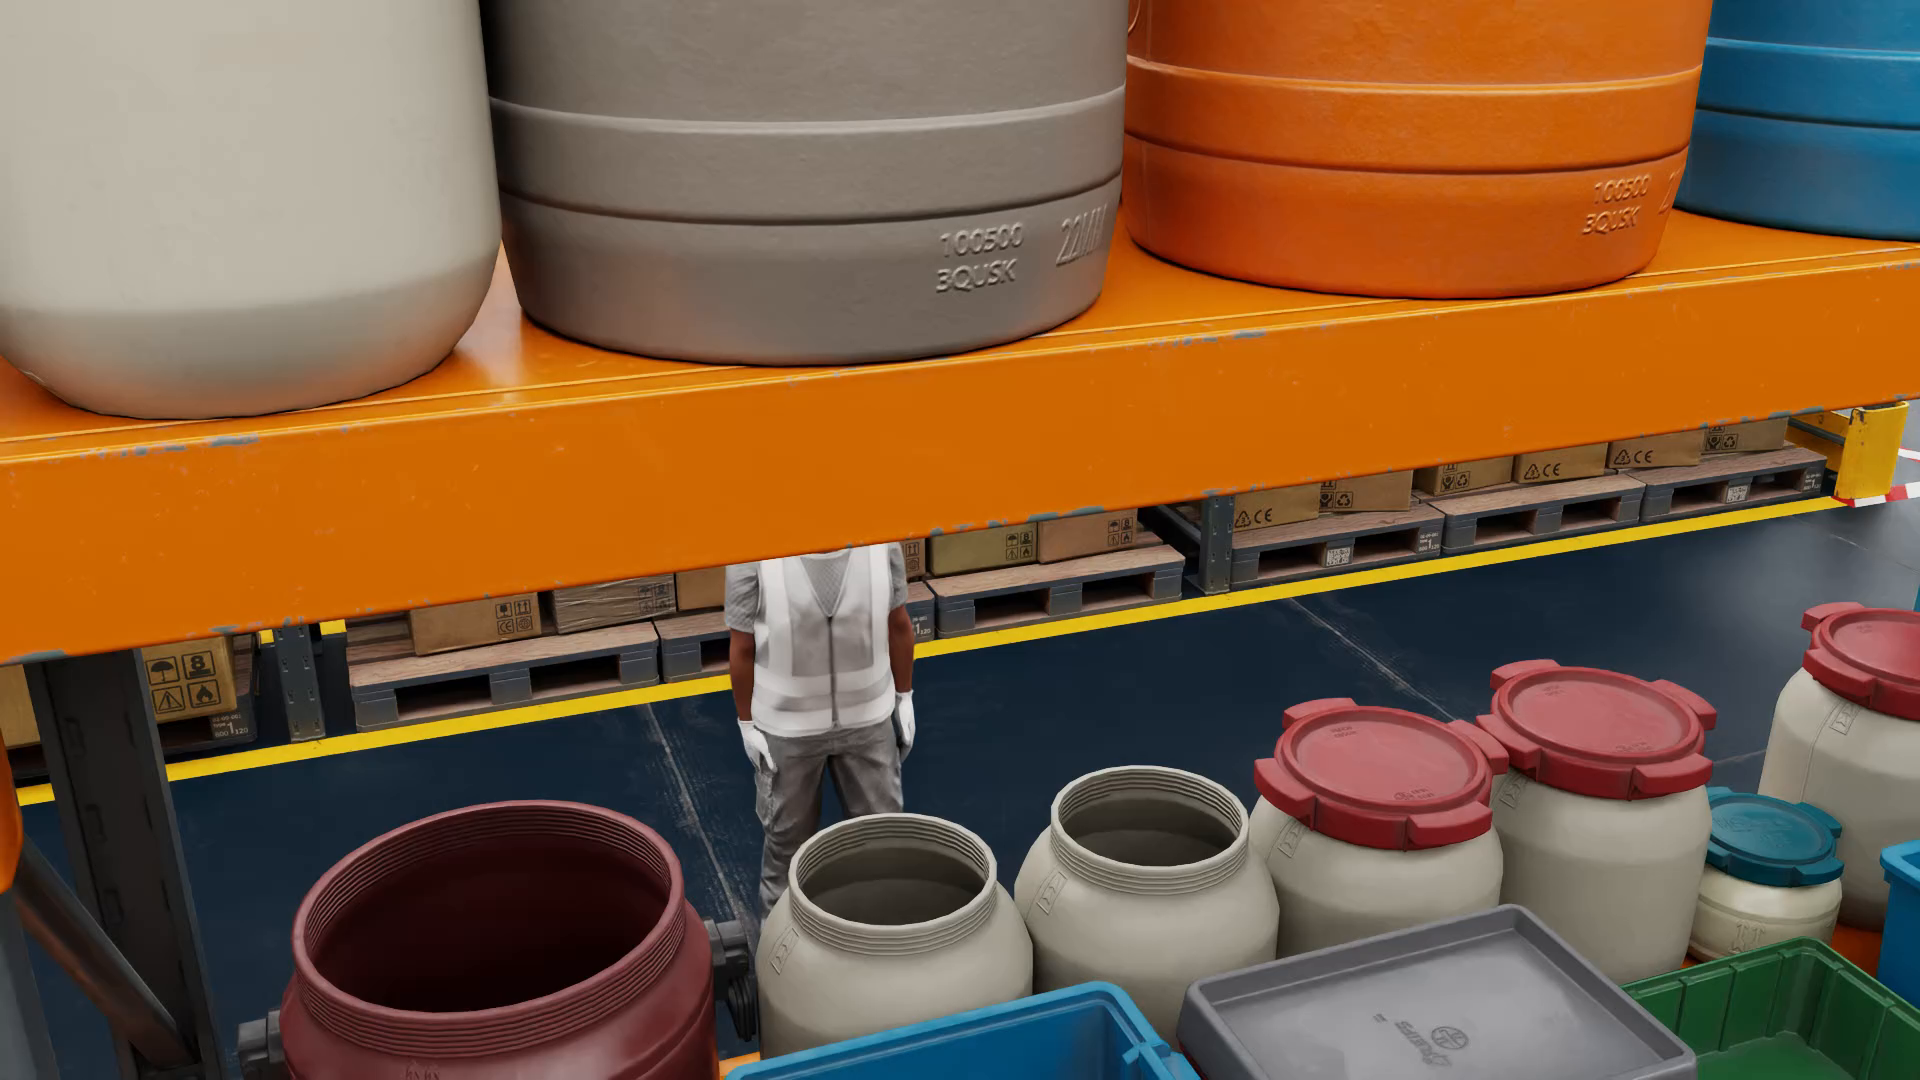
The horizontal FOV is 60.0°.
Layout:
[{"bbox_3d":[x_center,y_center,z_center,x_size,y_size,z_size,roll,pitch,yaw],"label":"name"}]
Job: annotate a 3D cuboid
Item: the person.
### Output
[{"bbox_3d":[-0.381,0.516,4.810,0.546,1.783,0.380,-8,24,-18],"label":"person"}]
